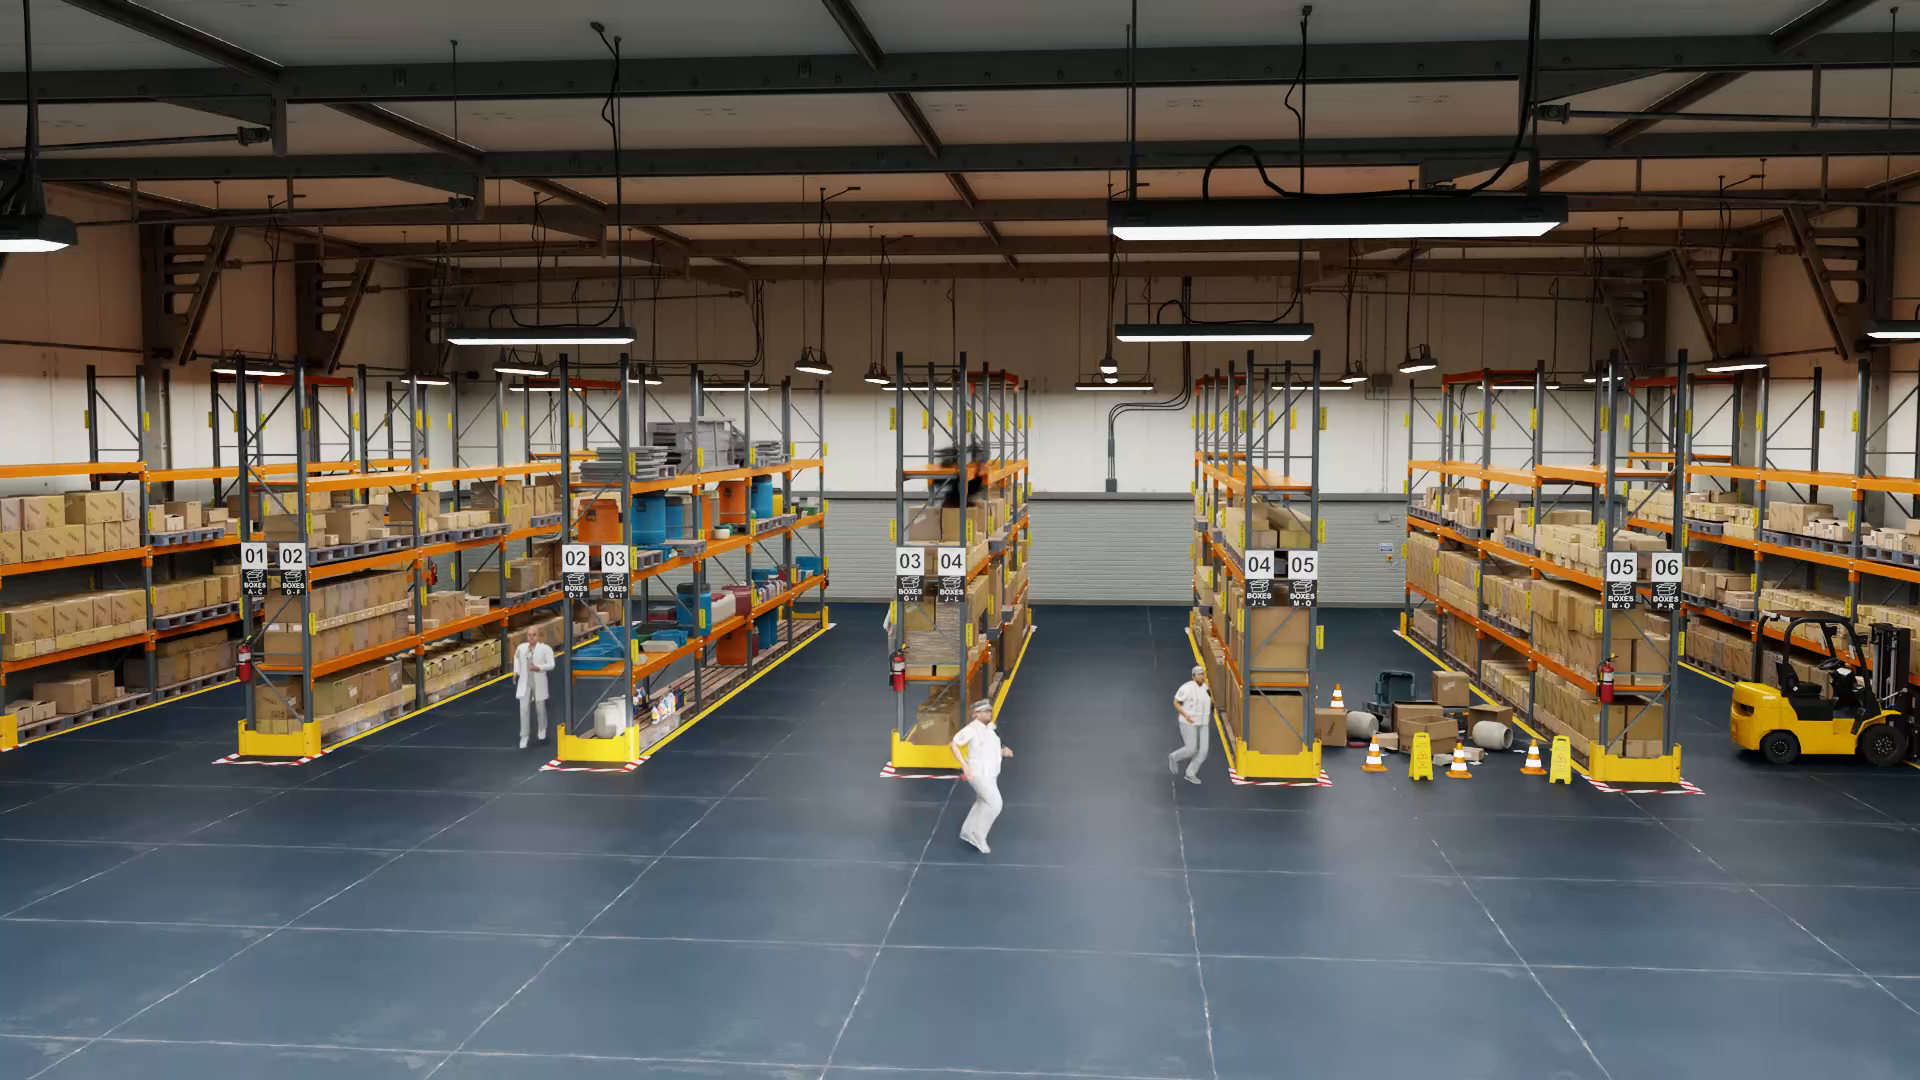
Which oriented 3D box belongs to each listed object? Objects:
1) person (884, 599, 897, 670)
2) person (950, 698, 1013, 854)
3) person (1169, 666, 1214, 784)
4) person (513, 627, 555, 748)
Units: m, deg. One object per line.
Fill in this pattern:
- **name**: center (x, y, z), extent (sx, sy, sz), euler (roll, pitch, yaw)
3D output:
- **person**: center (-1.227, 1.925, 32.486), extent (0.530, 1.543, 0.537), euler (0, 4, -2)
- **person**: center (0.287, 2.749, 19.422), extent (0.733, 1.818, 0.632), euler (2, 5, 28)
- **person**: center (3.262, 2.556, 23.206), extent (0.631, 1.629, 0.541), euler (-2, 5, -29)
- **person**: center (-6.616, 2.253, 25.804), extent (0.691, 1.801, 0.981), euler (0, 4, -2)
